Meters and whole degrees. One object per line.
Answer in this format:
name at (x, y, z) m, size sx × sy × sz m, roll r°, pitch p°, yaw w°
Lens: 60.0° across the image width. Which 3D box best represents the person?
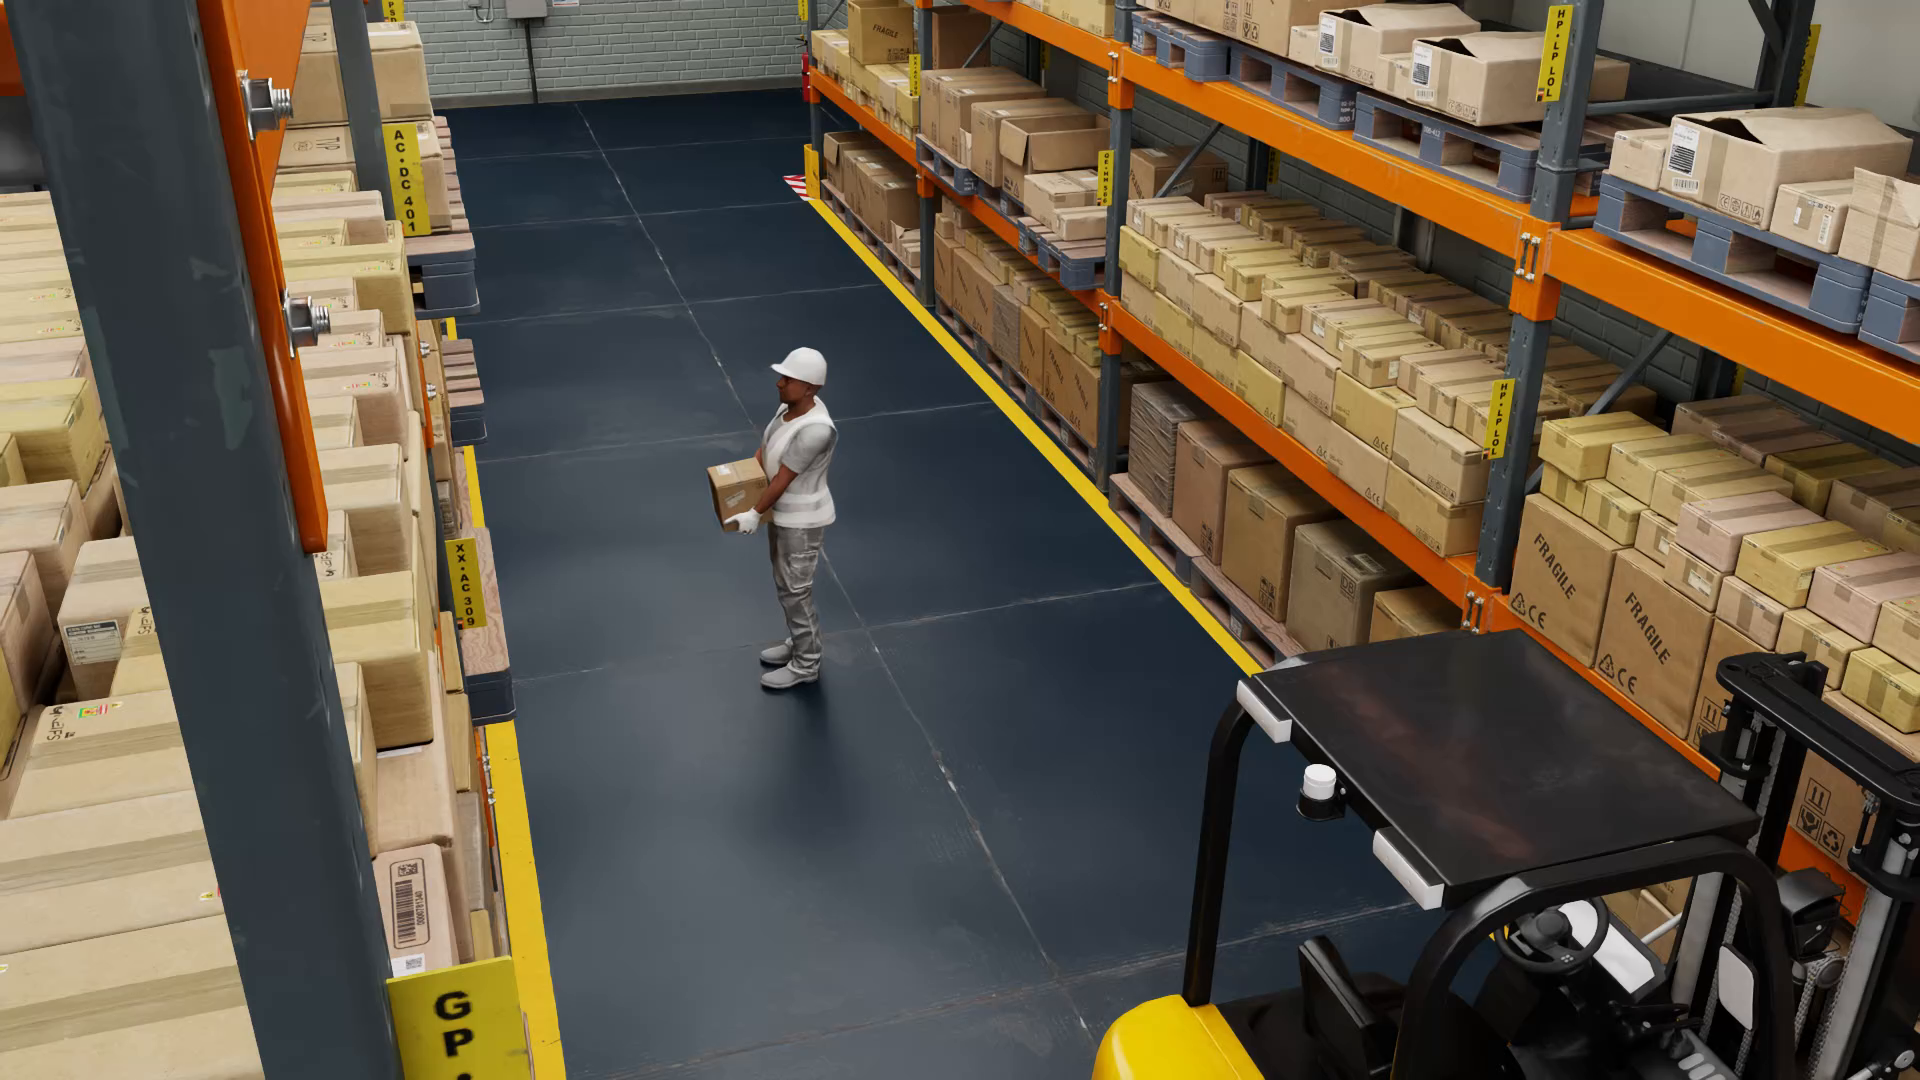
person at (-0.908, -0.098, 8.298) m, size 0.584 × 1.778 × 0.487 m, roll -8°, pitch 27°, yaw -16°
